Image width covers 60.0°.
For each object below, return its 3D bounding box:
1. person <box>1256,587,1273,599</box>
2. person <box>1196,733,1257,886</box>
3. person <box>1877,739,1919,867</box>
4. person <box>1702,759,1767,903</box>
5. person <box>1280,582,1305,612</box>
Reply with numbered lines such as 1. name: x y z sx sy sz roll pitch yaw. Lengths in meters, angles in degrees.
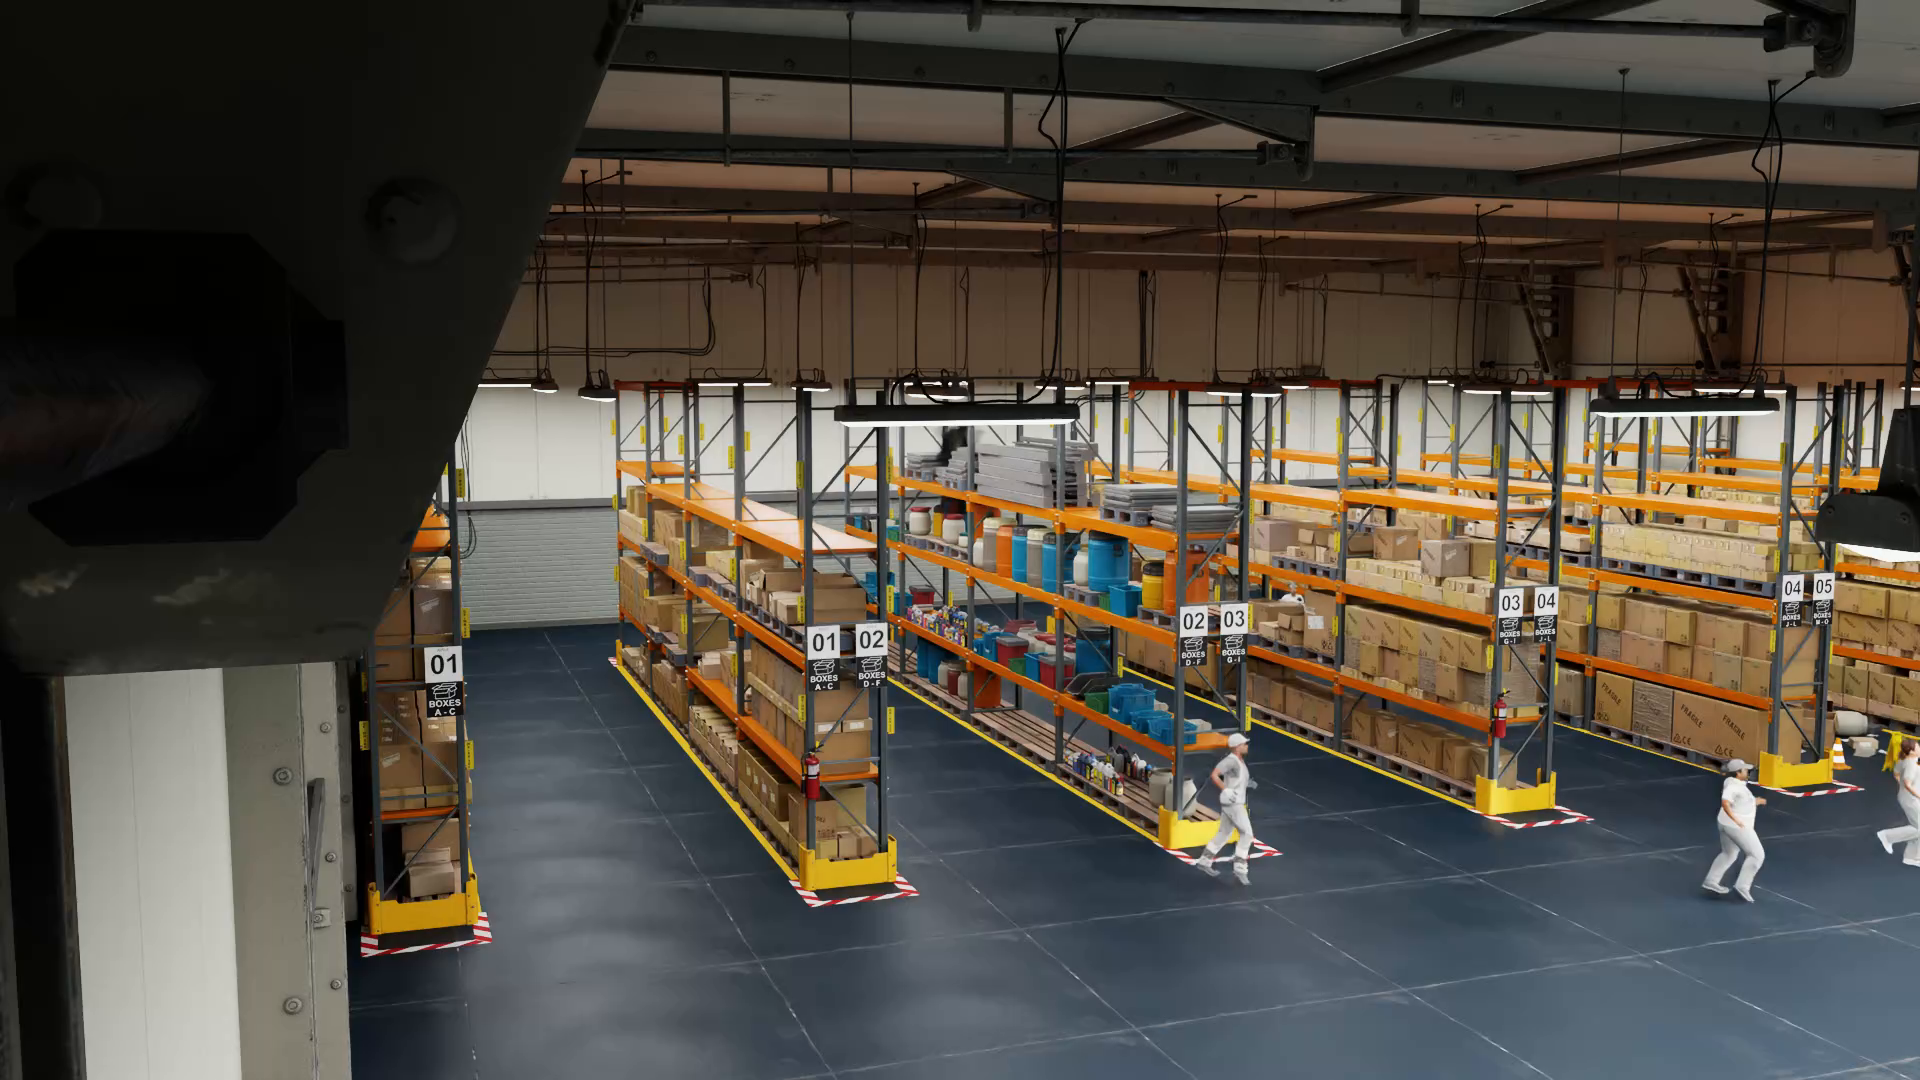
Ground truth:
1. person: 7.628 1.180 41.376 0.572 1.565 0.615 3 7 27
2. person: 3.303 3.301 20.545 0.721 1.836 0.696 1 6 11
3. person: 11.957 3.437 21.050 0.636 1.381 0.572 2 6 16
4. person: 9.199 3.438 19.685 0.685 1.718 0.582 1 6 6
5. person: 7.145 1.726 35.702 0.607 1.705 0.829 -1 6 -13
